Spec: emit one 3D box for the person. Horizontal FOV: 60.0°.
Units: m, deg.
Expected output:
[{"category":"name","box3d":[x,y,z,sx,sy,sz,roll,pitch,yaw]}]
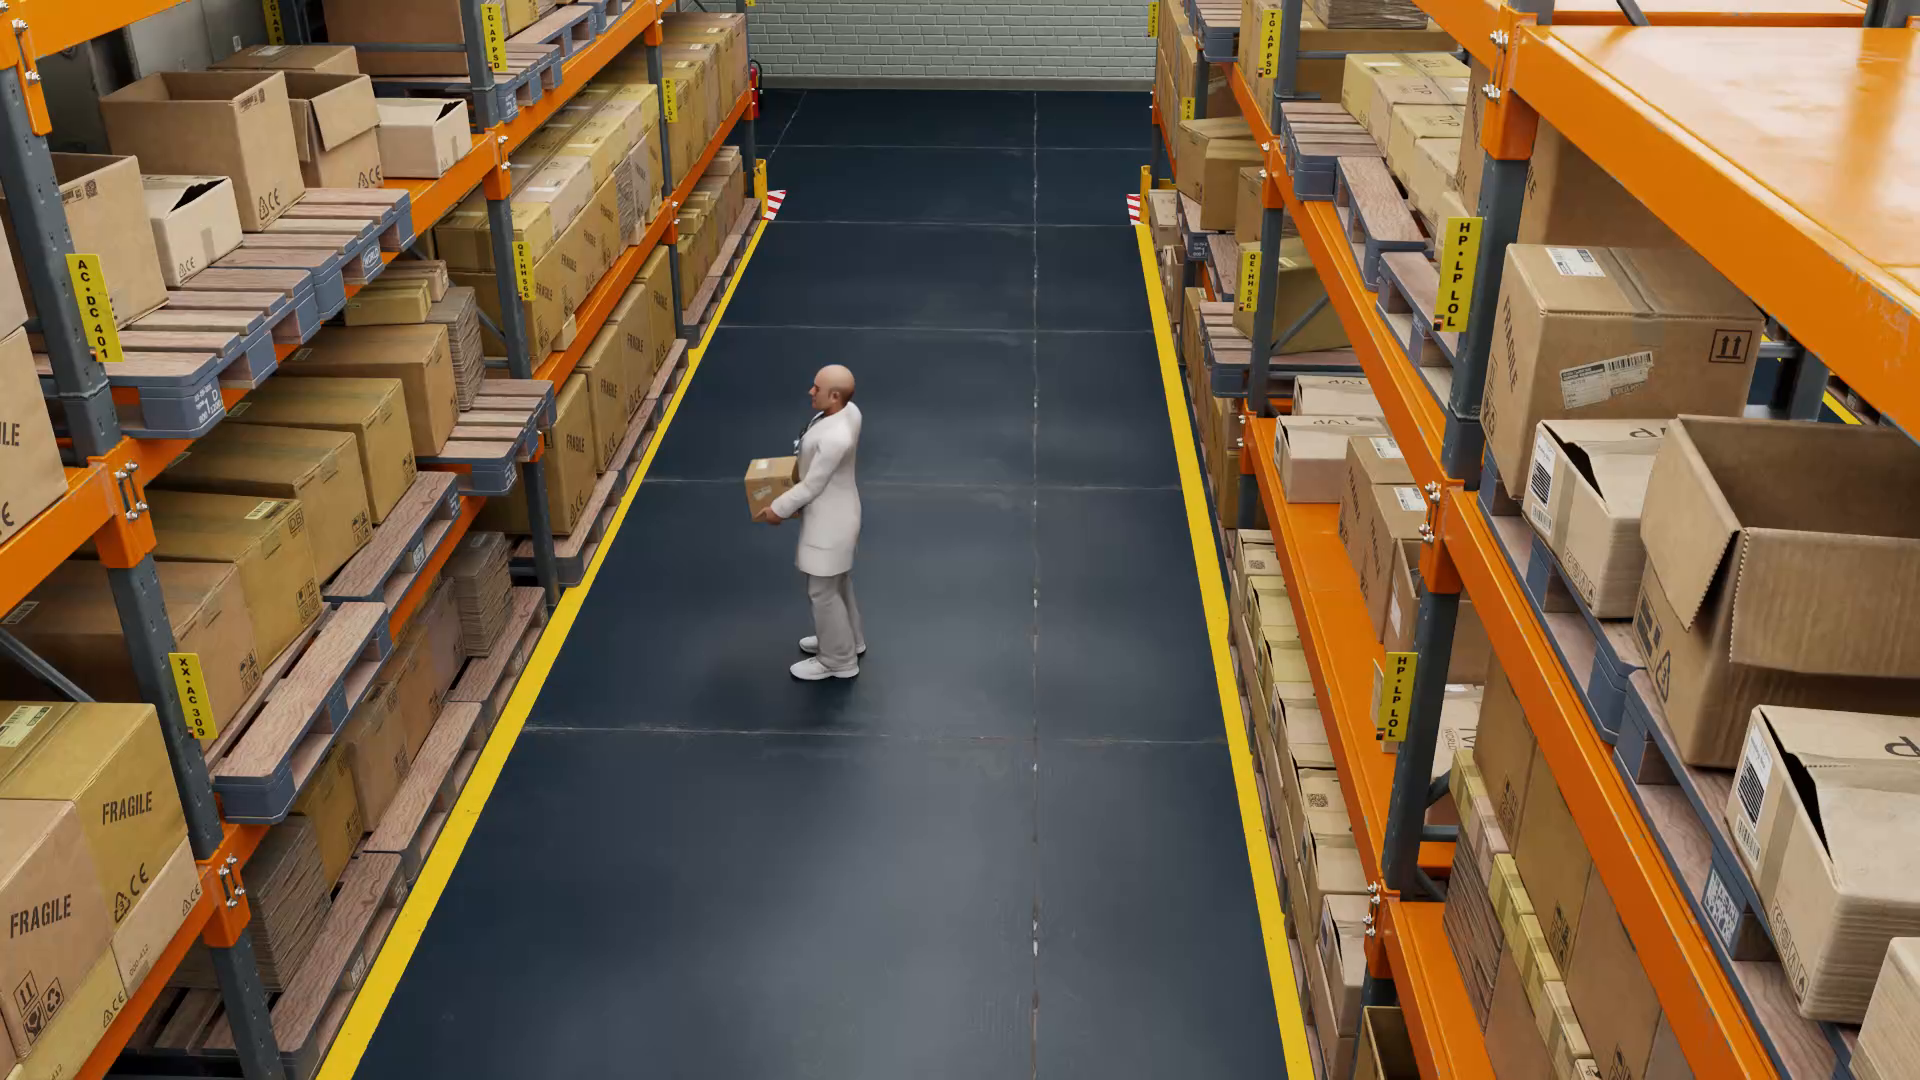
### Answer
[{"category":"person","box3d":[-0.795,-0.104,8.840,0.548,1.775,0.528,1,28,3]}]
